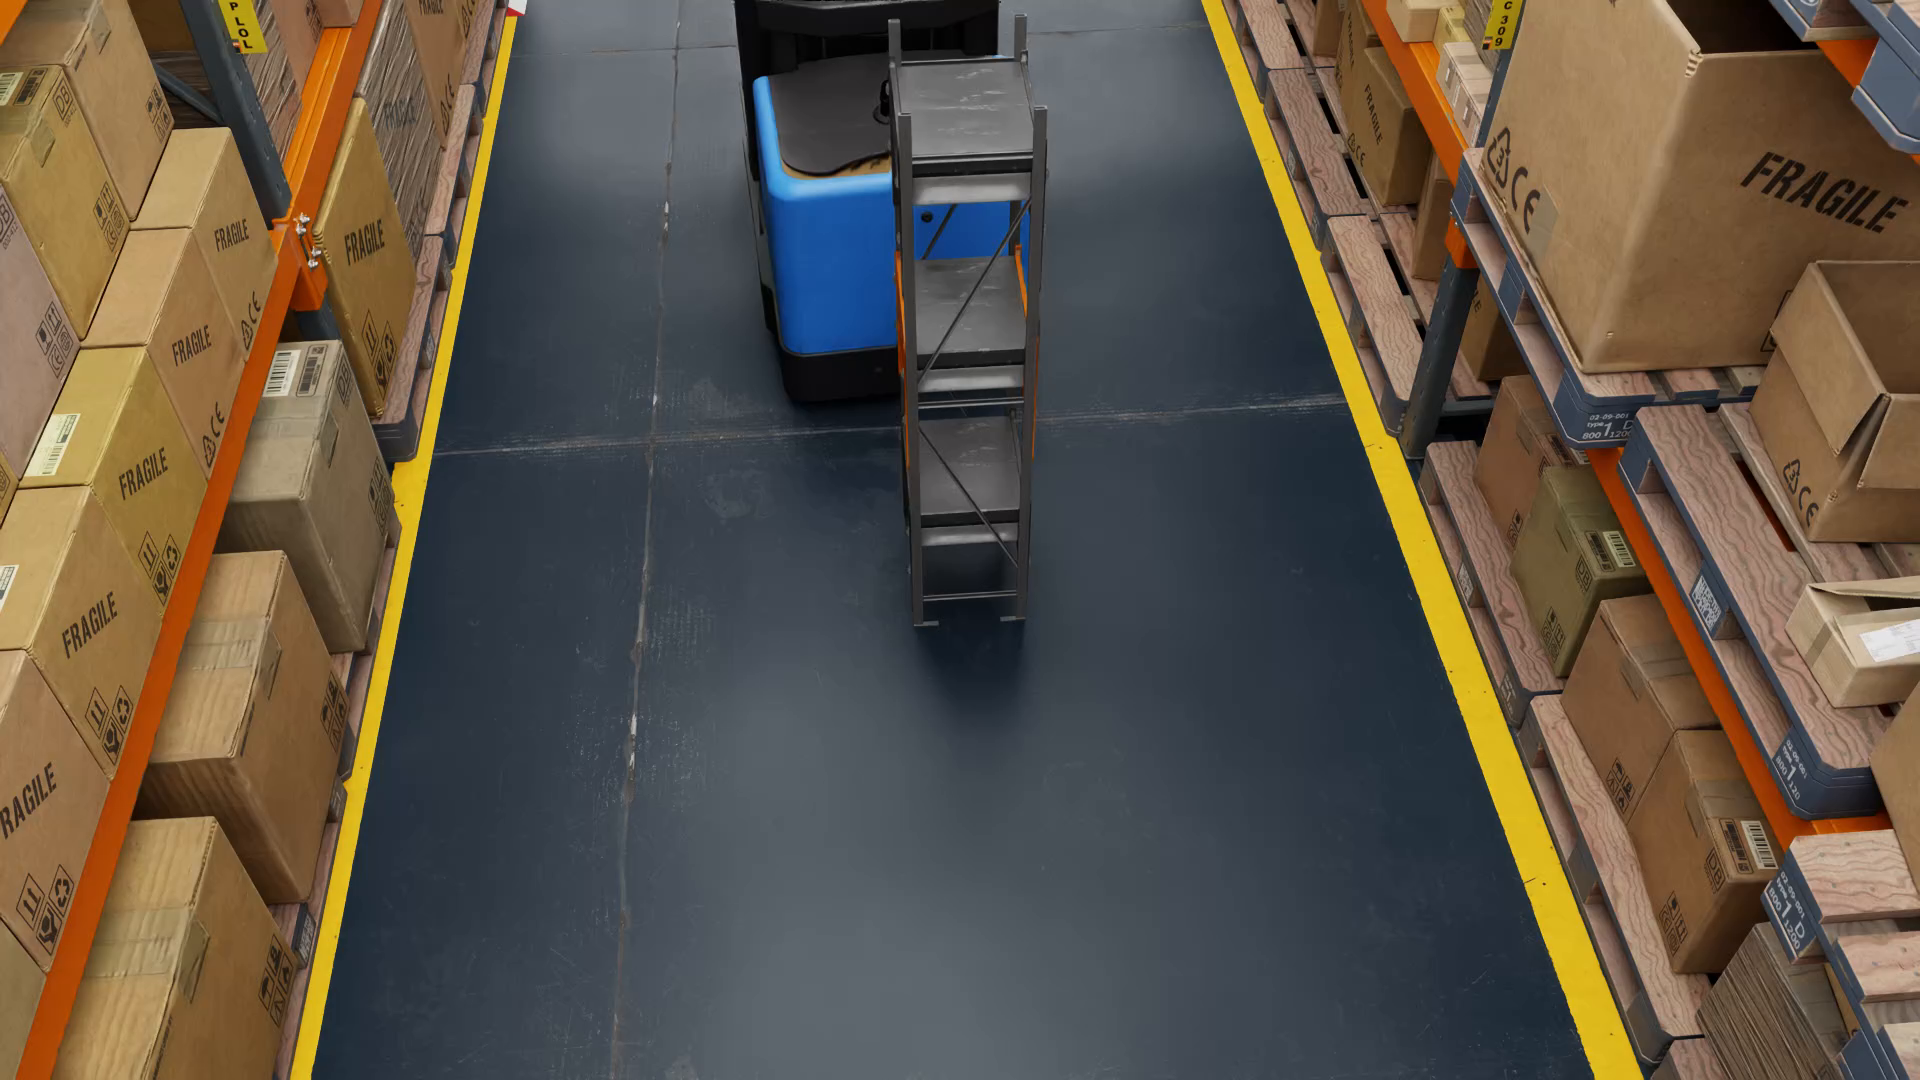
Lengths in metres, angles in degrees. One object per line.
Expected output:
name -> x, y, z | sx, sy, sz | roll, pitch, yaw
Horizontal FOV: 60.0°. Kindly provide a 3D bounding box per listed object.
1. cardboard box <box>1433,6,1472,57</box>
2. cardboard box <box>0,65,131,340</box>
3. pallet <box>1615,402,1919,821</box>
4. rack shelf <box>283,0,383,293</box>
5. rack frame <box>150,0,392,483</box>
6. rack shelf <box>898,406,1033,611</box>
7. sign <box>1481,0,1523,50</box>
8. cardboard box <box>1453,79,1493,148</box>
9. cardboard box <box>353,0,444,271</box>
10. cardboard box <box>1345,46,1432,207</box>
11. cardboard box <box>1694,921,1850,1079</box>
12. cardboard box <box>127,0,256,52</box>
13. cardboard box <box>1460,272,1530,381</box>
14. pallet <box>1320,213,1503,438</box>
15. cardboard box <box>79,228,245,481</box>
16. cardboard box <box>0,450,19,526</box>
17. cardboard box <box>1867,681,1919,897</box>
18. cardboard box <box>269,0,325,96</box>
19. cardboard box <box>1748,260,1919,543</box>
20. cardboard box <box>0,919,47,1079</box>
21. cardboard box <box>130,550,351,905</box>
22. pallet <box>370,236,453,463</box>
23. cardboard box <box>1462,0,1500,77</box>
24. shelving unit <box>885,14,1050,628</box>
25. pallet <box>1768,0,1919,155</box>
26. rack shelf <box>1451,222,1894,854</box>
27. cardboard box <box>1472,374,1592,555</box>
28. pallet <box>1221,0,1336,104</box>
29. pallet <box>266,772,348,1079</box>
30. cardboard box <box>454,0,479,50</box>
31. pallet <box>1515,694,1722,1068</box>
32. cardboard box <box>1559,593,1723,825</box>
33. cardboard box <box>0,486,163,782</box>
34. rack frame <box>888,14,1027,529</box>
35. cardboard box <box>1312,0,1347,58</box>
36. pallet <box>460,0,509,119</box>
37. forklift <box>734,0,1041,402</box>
cardboard box -> 1.965, -1.834, 6.094 | 0.380, 0.149, 0.250 | -3, 47, -3
cardboard box -> -2.610, -0.835, 4.218 | 0.700, 0.500, 0.500 | -4, 47, -4
pallet -> 2.377, 0.114, 4.208 | 1.003, 0.211, 1.213 | -3, 47, -3
rack shelf -> -2.870, -2.388, 6.941 | 1.077, 0.370, 4.000 | -3, 47, -3
rack frame -> -2.703, -1.188, 5.309 | 1.000, 3.000, 0.127 | -3, 47, -3
rack shelf -> 0.014, -0.112, 5.892 | 0.431, 0.518, 0.480 | -3, 47, -3
sign -> 1.708, -1.675, 5.175 | 0.100, 0.325, 0.005 | -3, 47, -3
cardboard box -> 1.937, -1.468, 5.747 | 0.380, 0.149, 0.250 | -3, 47, -3
cardboard box -> -2.765, -1.713, 6.981 | 0.875, 0.875, 0.875 | -3, 47, -3
cardboard box -> 2.069, -1.851, 7.370 | 0.500, 0.500, 0.500 | -7, 47, -7
cardboard box -> 2.448, 1.302, 4.370 | 0.700, 0.500, 0.500 | -7, 47, -7
cardboard box -> -2.699, -1.880, 5.117 | 0.875, 0.550, 0.550 | -3, 47, -3
cardboard box -> 2.255, -0.993, 6.557 | 0.500, 0.500, 0.500 | -5, 47, -5
pallet -> 2.157, -0.941, 6.996 | 1.003, 0.211, 1.213 | -3, 47, -3
cardboard box -> -2.350, -0.495, 4.584 | 0.500, 0.500, 0.500 | -4, 47, -4
cardboard box -> -2.527, -0.104, 3.525 | 0.700, 0.500, 0.500 | -4, 47, -4
cardboard box -> 2.352, 0.513, 3.340 | 0.700, 0.500, 0.500 | 3, 47, 3
cardboard box -> -2.814, -1.902, 5.882 | 0.875, 0.550, 0.550 | -3, 47, -3
cardboard box -> 2.485, -0.348, 4.153 | 0.797, 0.503, 0.637 | 1, 47, 1
cardboard box -> -2.182, 0.963, 3.203 | 0.500, 0.500, 0.500 | -4, 47, -4
cardboard box -> -2.484, 0.583, 4.892 | 1.050, 0.750, 0.750 | -3, 47, -3
pallet -> -2.688, -0.784, 6.847 | 1.003, 0.211, 1.213 | -3, 47, -3
cardboard box -> 2.272, -1.882, 5.693 | 0.875, 0.500, 0.500 | -3, 47, -3
shelving unit -> 0.014, -0.602, 5.374 | 0.431, 2.100, 0.503 | -3, 47, -3
pallet -> 2.284, -1.180, 3.365 | 1.213, 0.211, 1.003 | -3, 47, -3
rack shelf -> 2.416, 0.278, 4.416 | 1.077, 0.370, 4.000 | -3, 47, -3
cardboard box -> 2.278, -0.262, 5.851 | 0.700, 0.500, 0.500 | -7, 47, -6
pallet -> 1.953, -2.707, 8.668 | 1.003, 0.211, 1.213 | -3, 47, -3
pallet -> -2.458, 1.209, 4.959 | 1.003, 0.211, 1.213 | -3, 47, -3
cardboard box -> -2.915, -3.009, 8.208 | 0.875, 0.875, 0.875 | -3, 47, -3
pallet -> 2.420, 0.991, 5.167 | 1.003, 0.211, 1.213 | -3, 47, -3
cardboard box -> 2.347, 0.489, 5.140 | 0.700, 0.500, 0.500 | -7, 47, -7
cardboard box -> -2.263, 0.237, 3.890 | 0.500, 0.500, 0.500 | -4, 47, -4
rack frame -> -0.007, -0.779, 5.541 | 0.400, 2.100, 0.015 | -3, 47, -3
cardboard box -> 2.033, -2.712, 8.185 | 0.500, 0.500, 0.500 | 8, 47, 7
pallet -> -2.893, -2.549, 8.519 | 1.003, 0.211, 1.213 | -3, 47, -3
forklift -> -0.424, -2.647, 6.738 | 1.130, 2.935, 3.031 | -7, 47, -6
